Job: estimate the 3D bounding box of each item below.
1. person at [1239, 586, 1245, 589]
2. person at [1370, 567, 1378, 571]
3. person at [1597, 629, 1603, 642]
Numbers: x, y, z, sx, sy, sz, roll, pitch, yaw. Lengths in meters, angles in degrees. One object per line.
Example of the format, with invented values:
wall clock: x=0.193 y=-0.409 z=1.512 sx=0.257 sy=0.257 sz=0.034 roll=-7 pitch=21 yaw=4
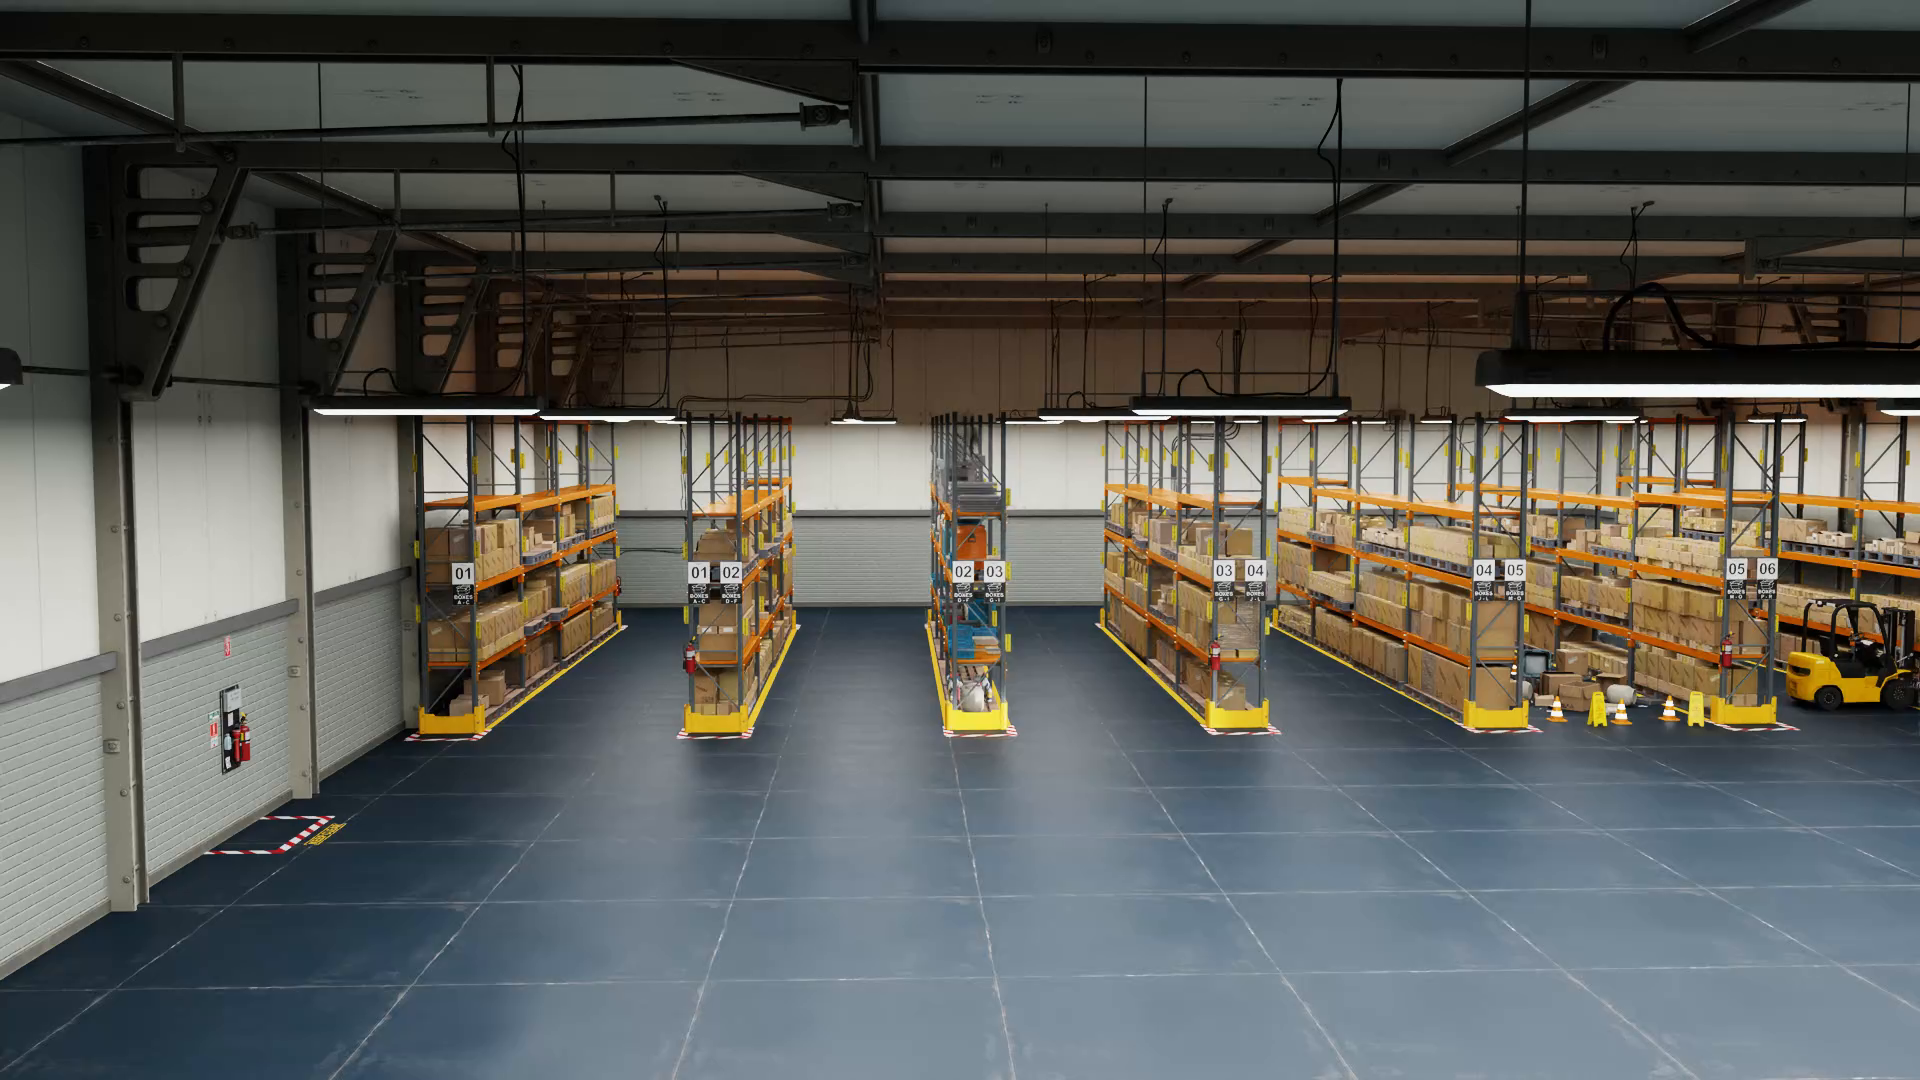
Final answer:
person: x=8.272 y=1.669 z=48.769 sx=0.529 sy=1.518 sz=0.626 roll=-1 pitch=4 yaw=-18
person: x=12.242 y=1.587 z=49.207 sx=0.652 sy=1.598 sz=0.529 roll=0 pitch=4 yaw=-3
person: x=16.662 y=1.909 z=43.319 sx=0.682 sy=1.749 sz=0.687 roll=0 pitch=4 yaw=-1
